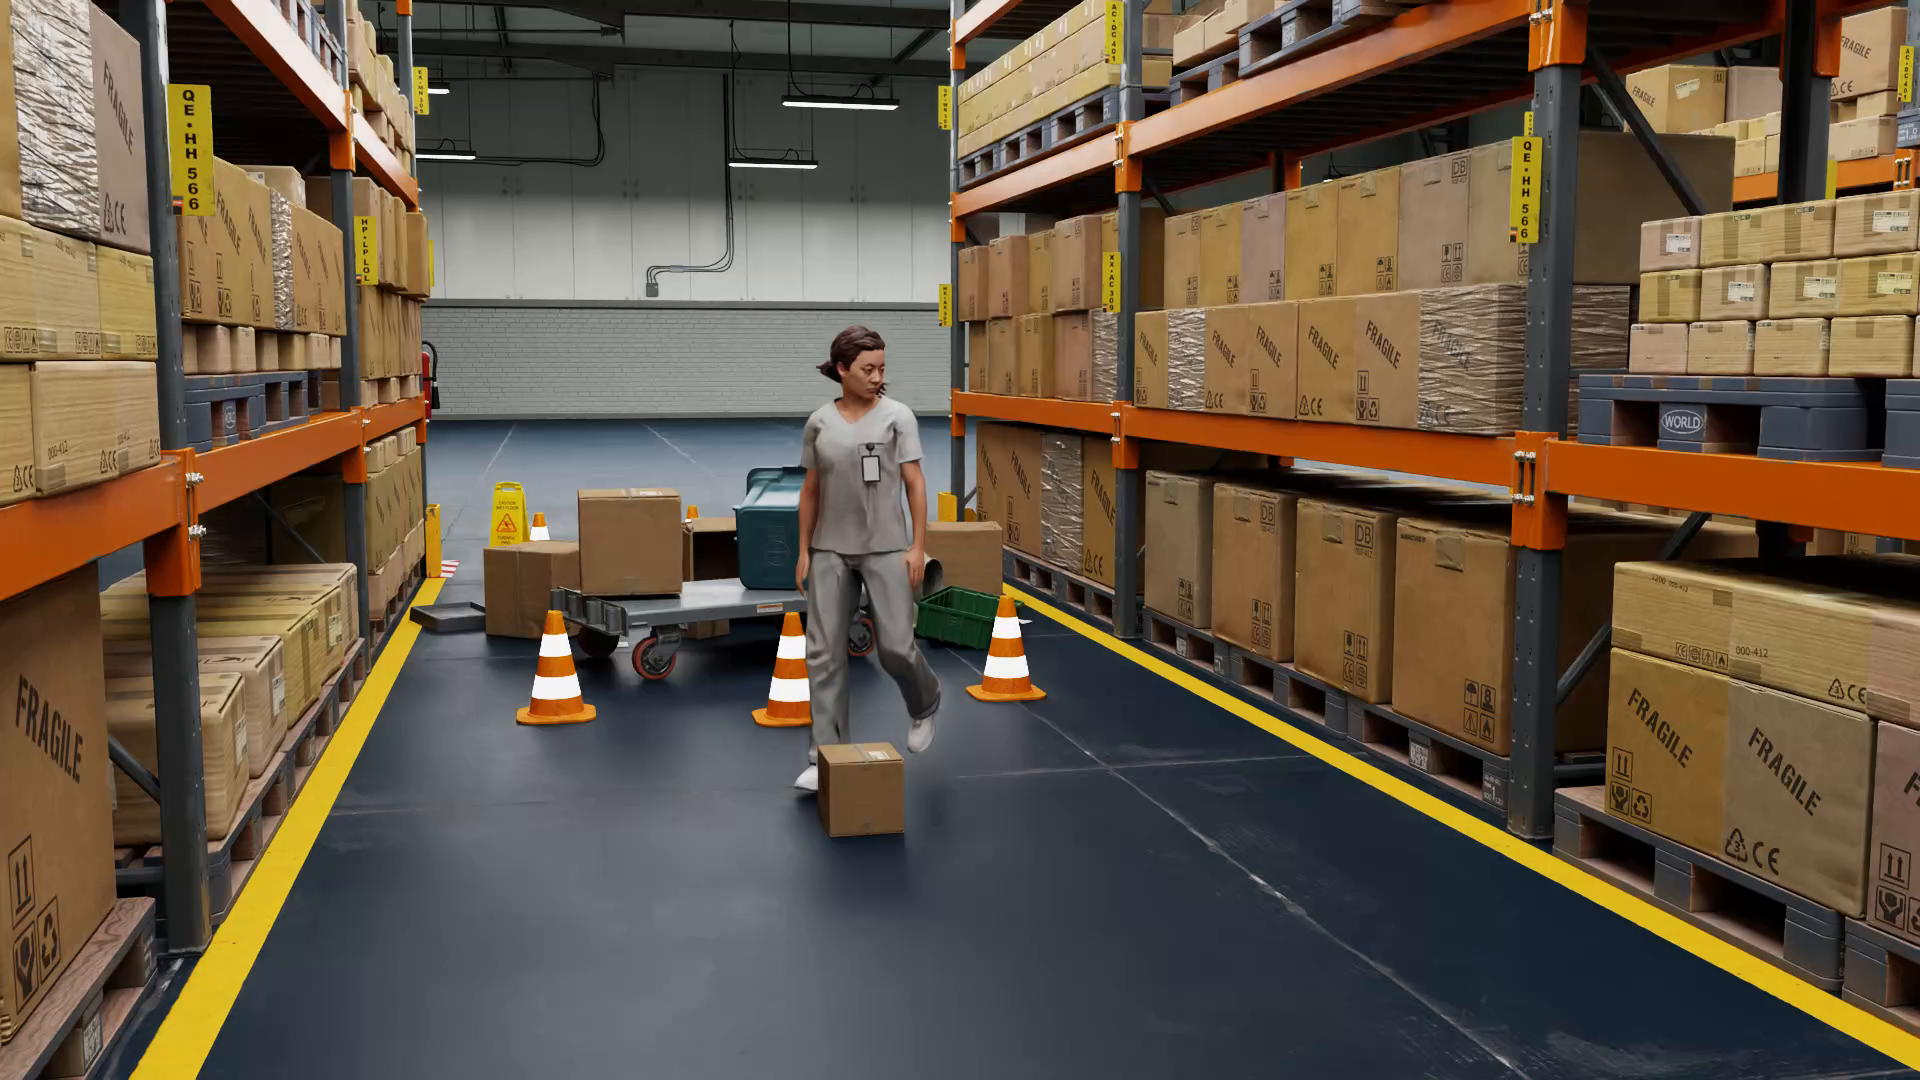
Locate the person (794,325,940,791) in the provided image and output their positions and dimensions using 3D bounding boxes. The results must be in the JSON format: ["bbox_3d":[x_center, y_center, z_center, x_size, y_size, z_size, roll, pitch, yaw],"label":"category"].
[{"bbox_3d":[-0.355,0.051,6.092,0.481,1.664,0.701,2,6,15],"label":"person"}]
